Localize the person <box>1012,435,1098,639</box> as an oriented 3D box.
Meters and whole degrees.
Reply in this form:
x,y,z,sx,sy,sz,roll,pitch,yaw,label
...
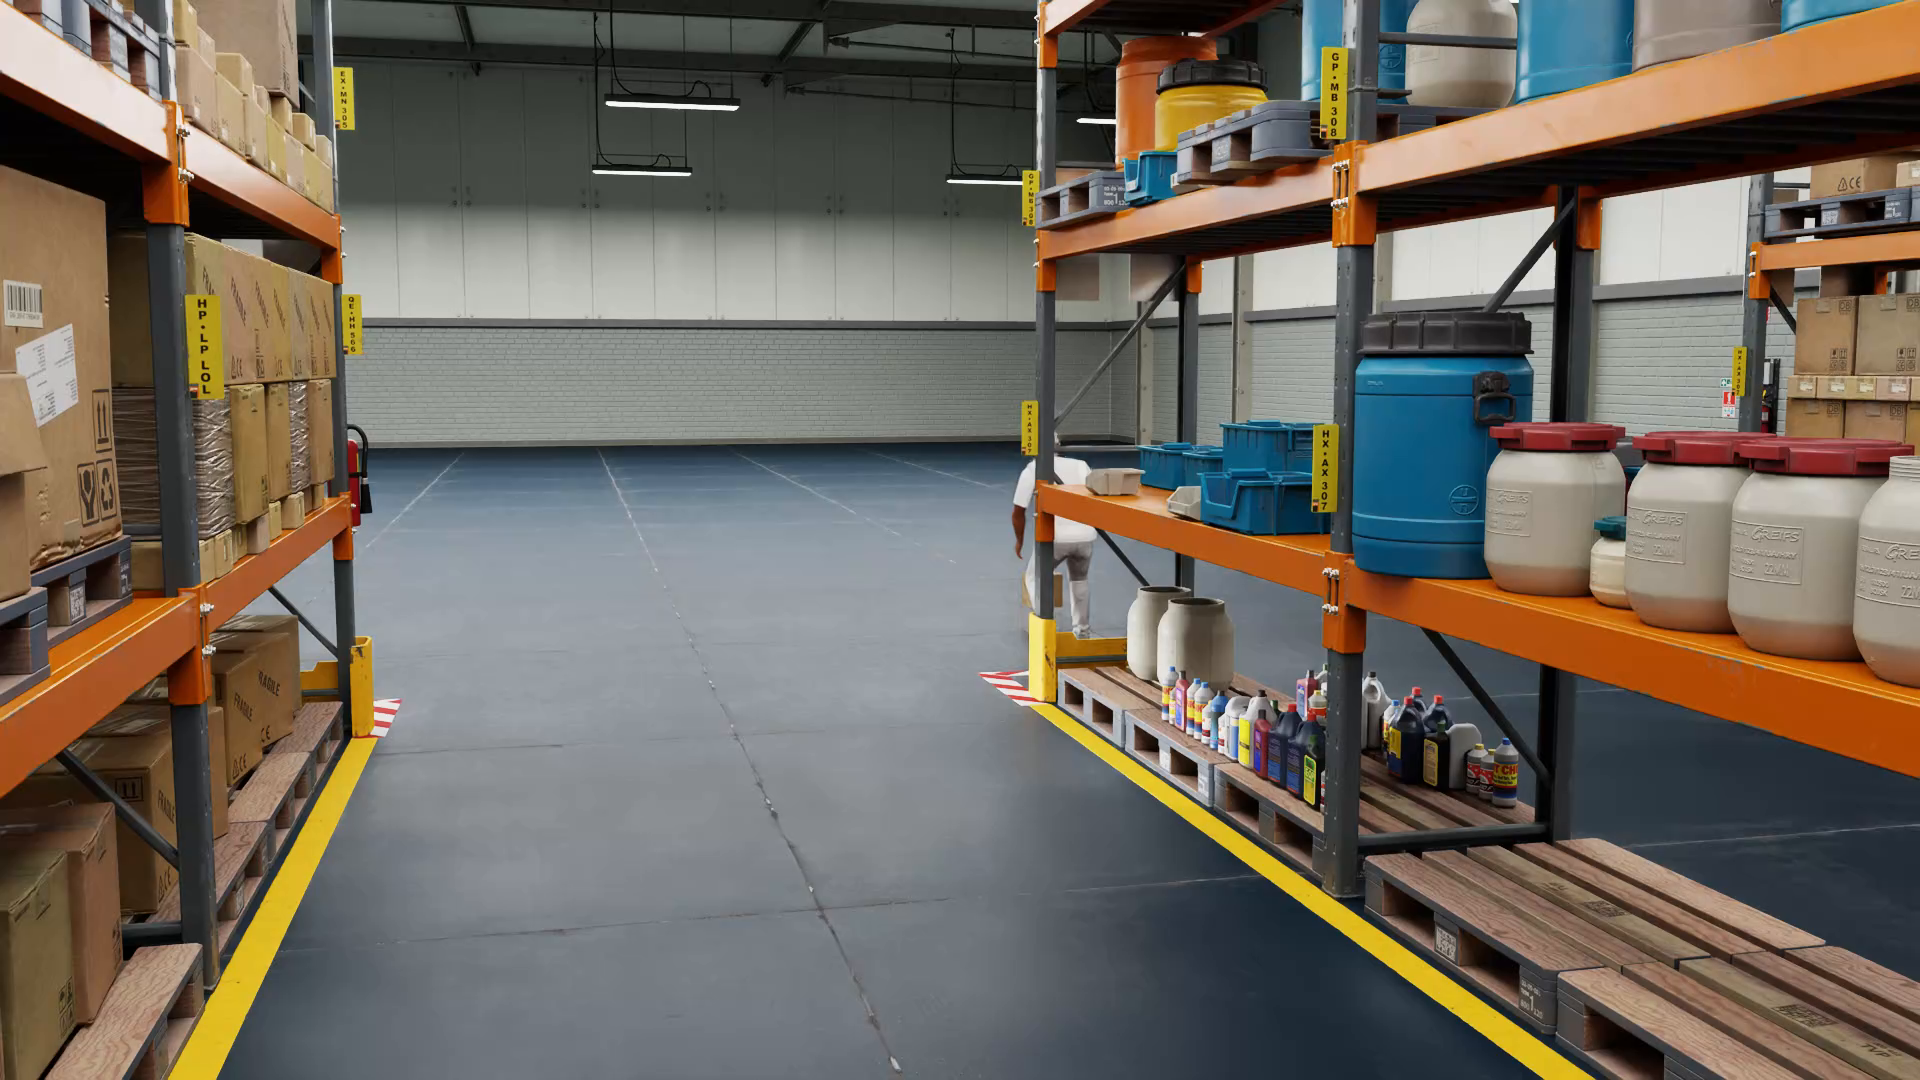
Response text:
x,y,z,sx,sy,sz,roll,pitch,yaw,label
0.698,-0.011,12.129,0.627,1.517,0.687,-1,6,-13,person
